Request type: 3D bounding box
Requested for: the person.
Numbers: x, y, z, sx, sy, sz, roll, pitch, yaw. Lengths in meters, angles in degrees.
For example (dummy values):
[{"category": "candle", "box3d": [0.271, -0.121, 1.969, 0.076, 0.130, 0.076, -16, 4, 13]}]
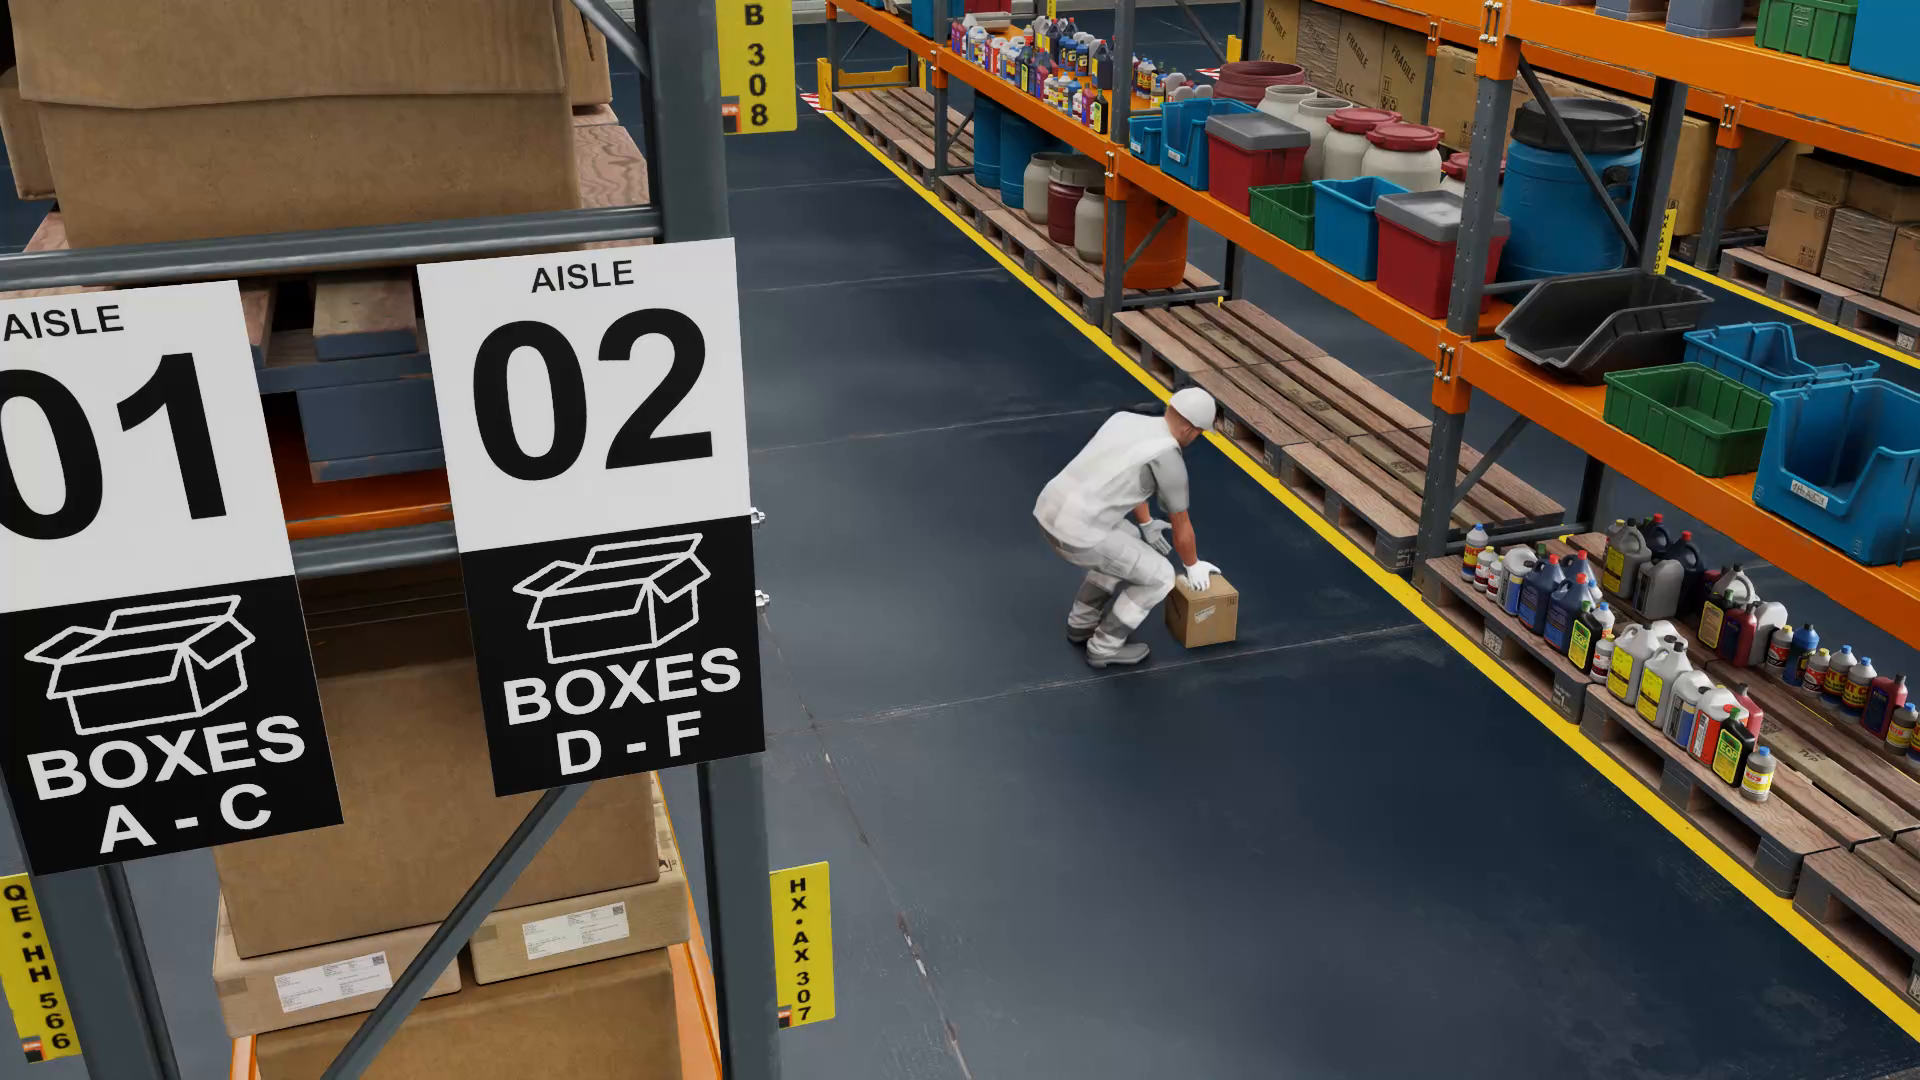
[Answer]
[{"category": "person", "box3d": [0.736, -0.077, 7.413, 0.845, 1.201, 0.584, -8, 27, -16]}]
